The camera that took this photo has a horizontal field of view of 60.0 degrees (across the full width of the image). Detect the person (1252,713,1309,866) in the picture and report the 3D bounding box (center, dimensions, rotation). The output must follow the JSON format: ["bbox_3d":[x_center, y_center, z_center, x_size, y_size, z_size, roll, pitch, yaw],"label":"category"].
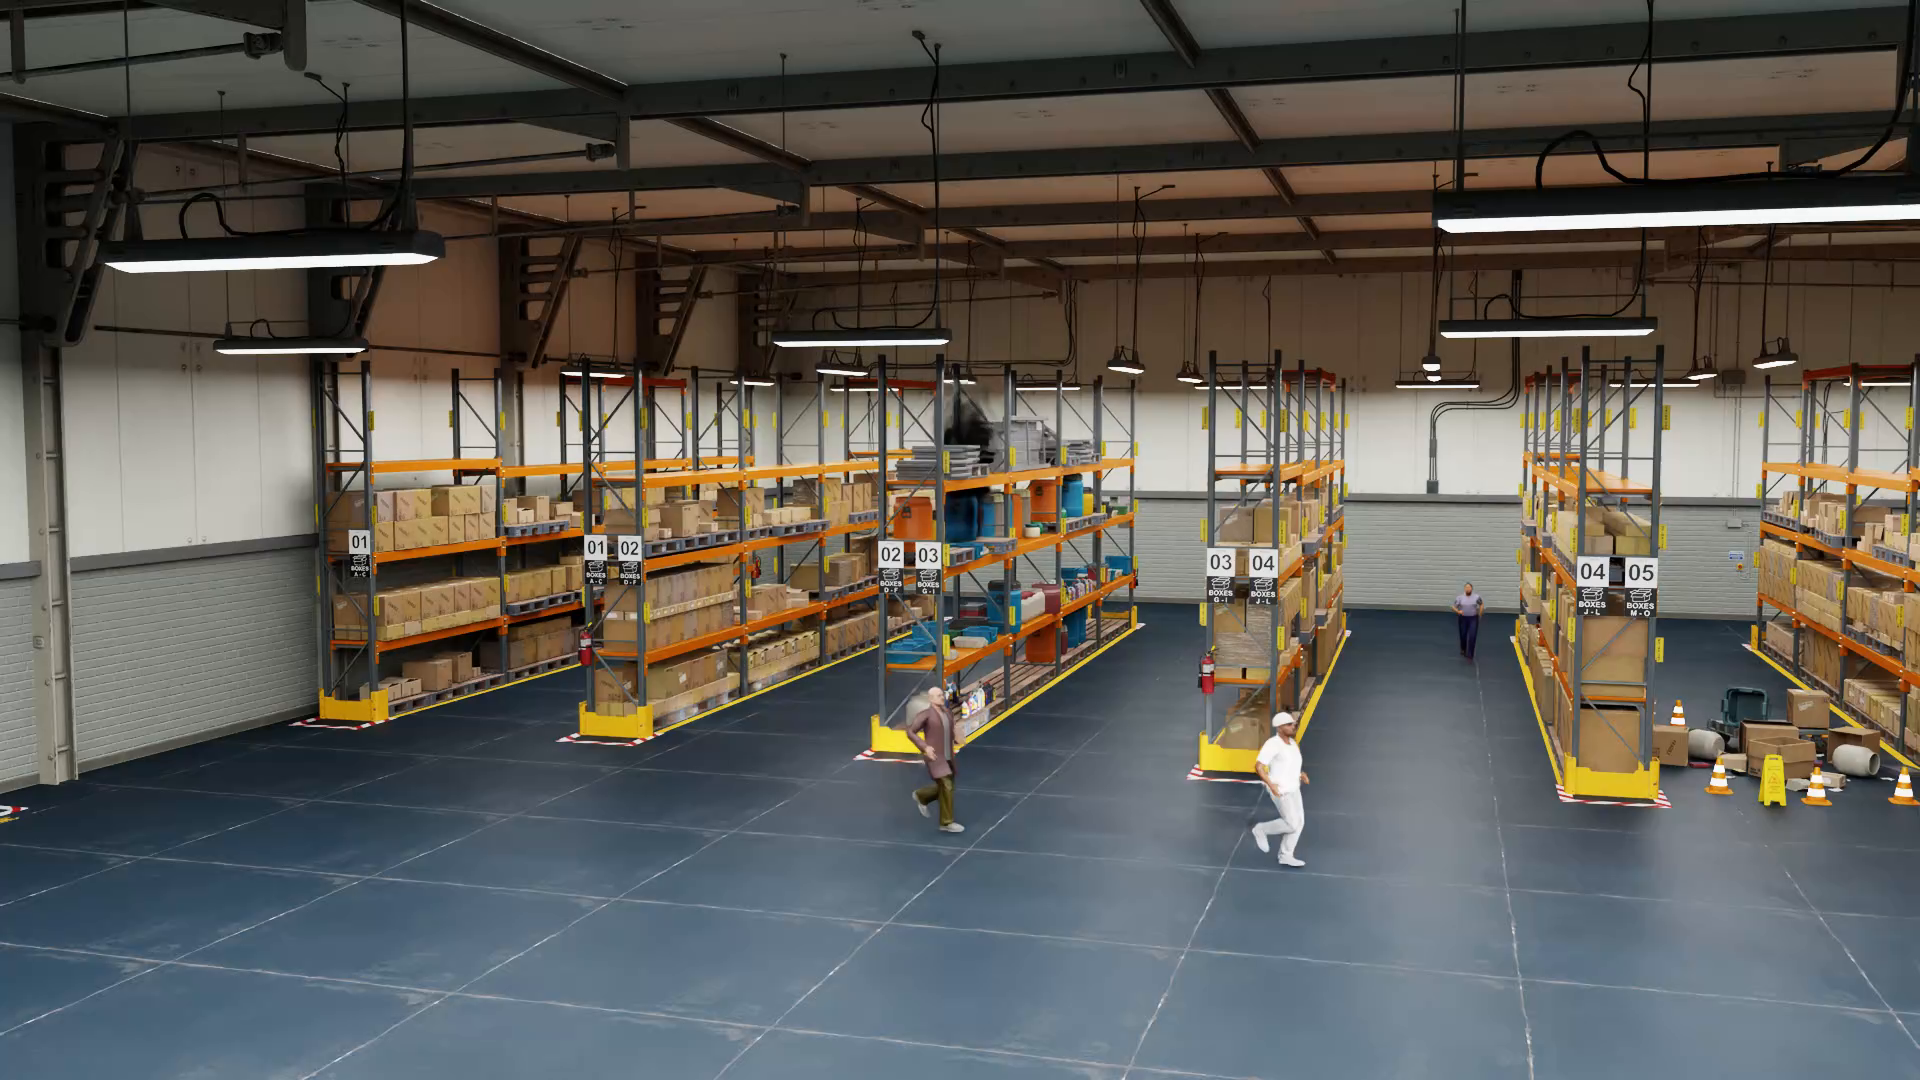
[{"bbox_3d":[3.627,2.803,18.778,0.618,1.722,0.718,3,5,40],"label":"person"}]

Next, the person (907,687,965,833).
[{"bbox_3d":[-0.292,2.673,20.383,0.904,1.745,0.720,3,5,39],"label":"person"}]

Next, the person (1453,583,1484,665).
[{"bbox_3d":[10.588,1.714,34.649,0.619,1.657,0.931,1,4,16],"label":"person"}]
